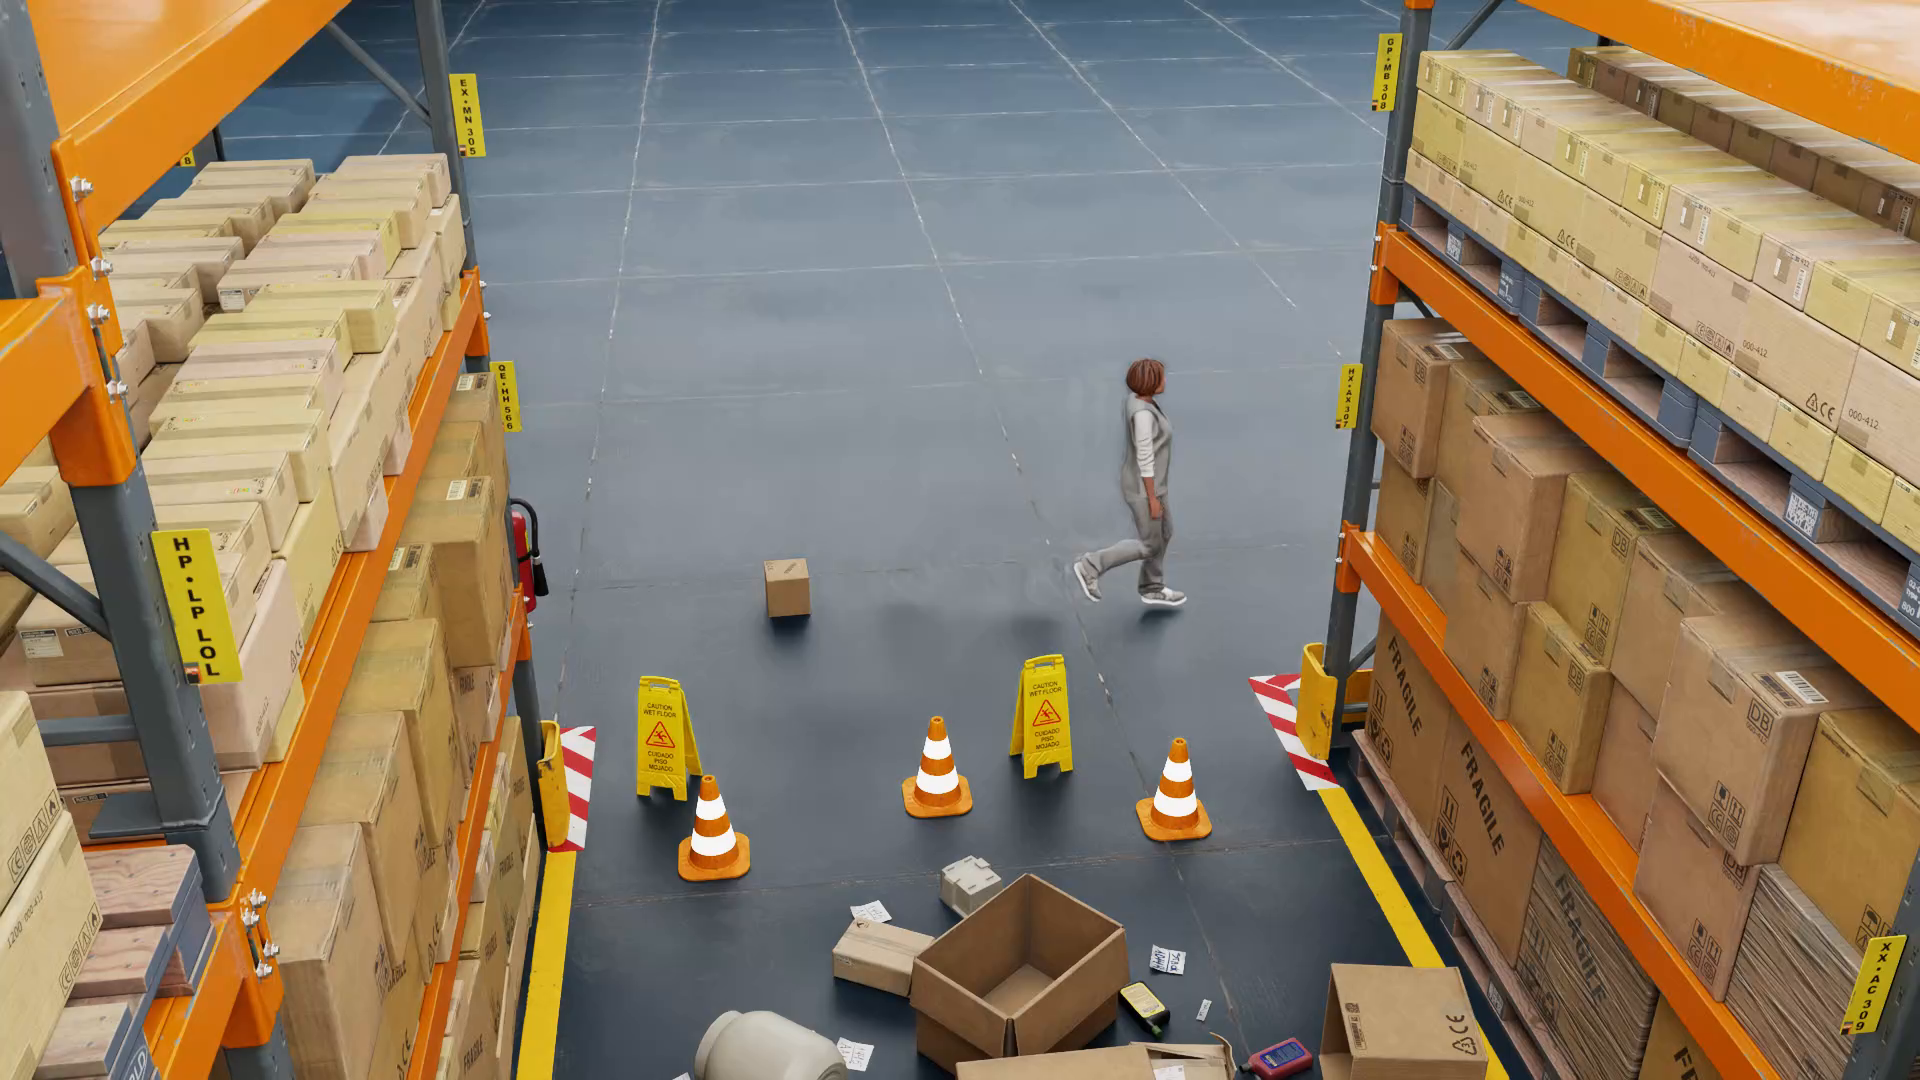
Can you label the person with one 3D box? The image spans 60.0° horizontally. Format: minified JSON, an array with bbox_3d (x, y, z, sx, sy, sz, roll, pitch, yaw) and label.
[{"bbox_3d":[1.021,-0.313,9.652,0.683,1.577,0.415,2,28,4],"label":"person"}]
